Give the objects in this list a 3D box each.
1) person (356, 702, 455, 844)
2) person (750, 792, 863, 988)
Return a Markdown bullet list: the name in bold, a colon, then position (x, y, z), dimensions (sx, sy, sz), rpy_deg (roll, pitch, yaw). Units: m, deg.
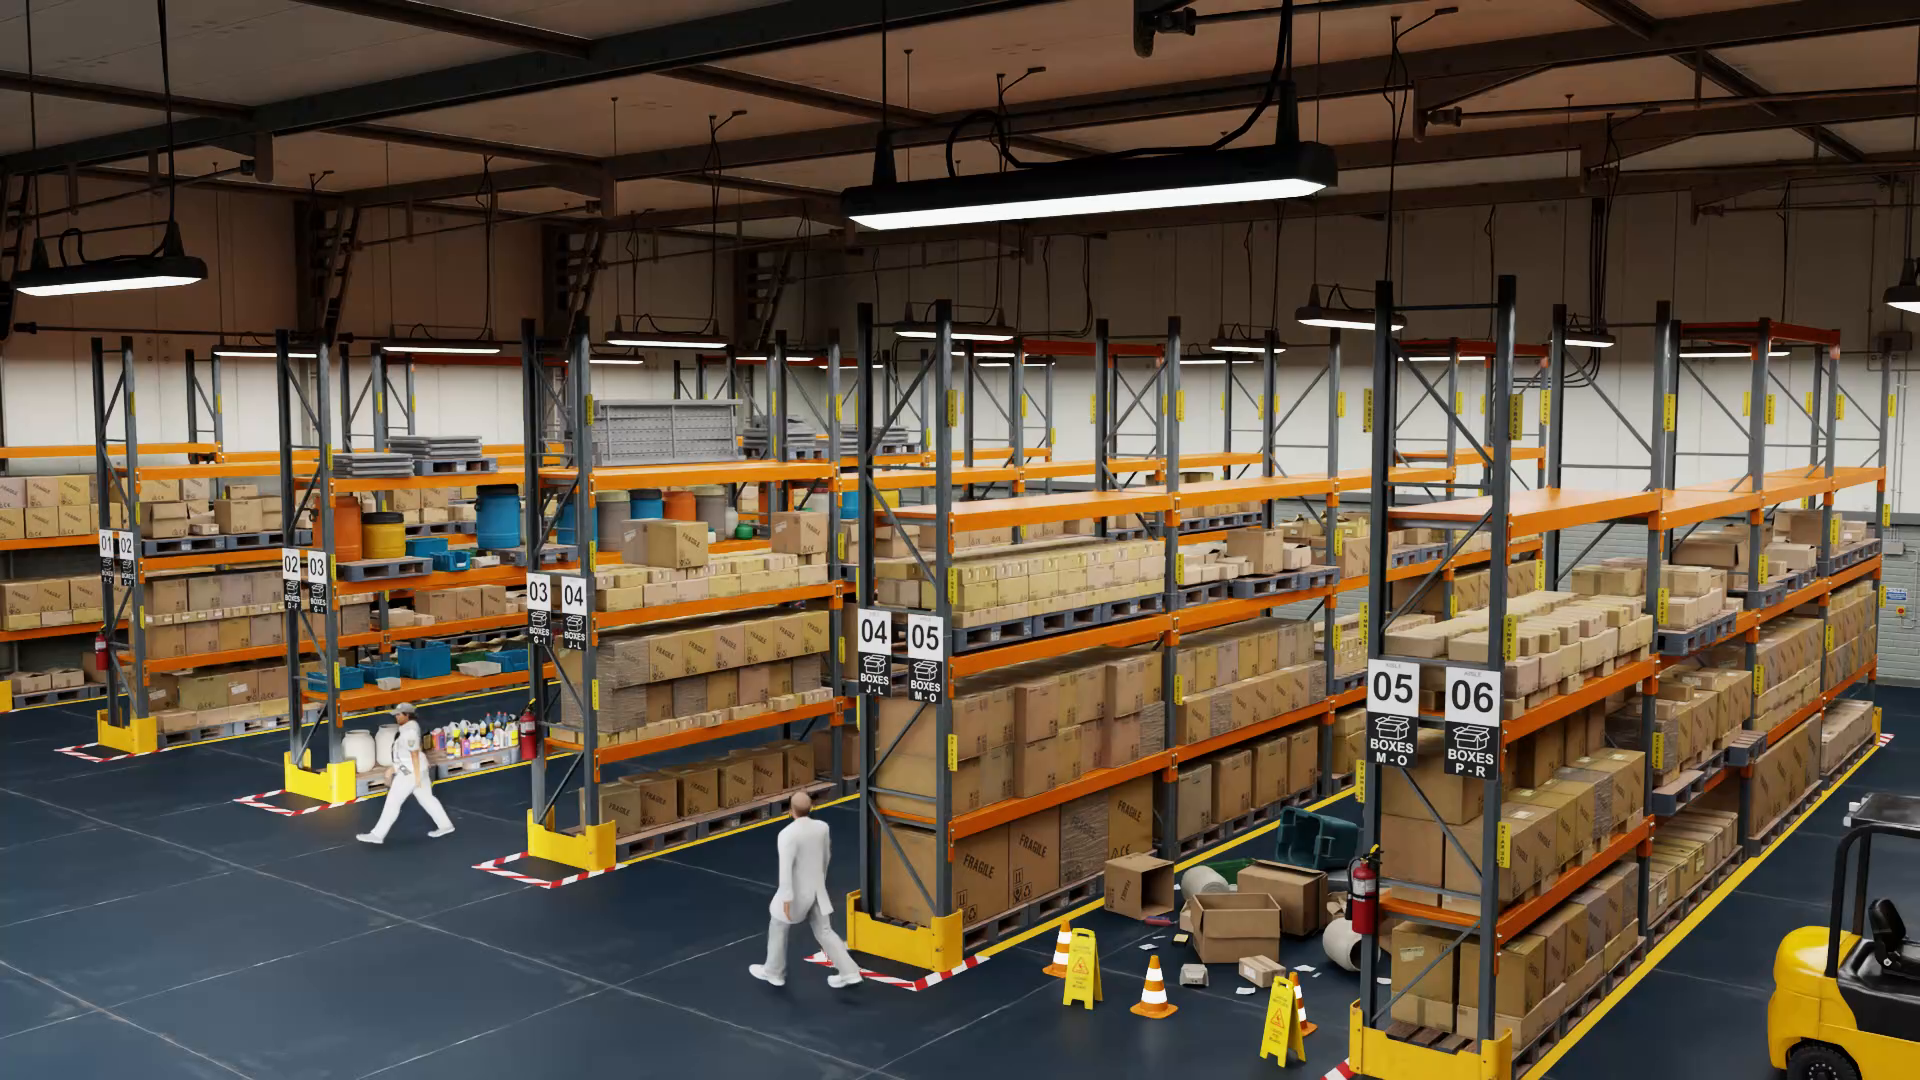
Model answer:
- **person**: position (-6.421, 2.679, 19.234), dimensions (1.032, 1.596, 0.539), rpy_deg (-1, 5, -7)
- **person**: position (-1.353, 3.040, 14.391), dimensions (1.144, 1.729, 0.581), rpy_deg (4, 6, 38)
